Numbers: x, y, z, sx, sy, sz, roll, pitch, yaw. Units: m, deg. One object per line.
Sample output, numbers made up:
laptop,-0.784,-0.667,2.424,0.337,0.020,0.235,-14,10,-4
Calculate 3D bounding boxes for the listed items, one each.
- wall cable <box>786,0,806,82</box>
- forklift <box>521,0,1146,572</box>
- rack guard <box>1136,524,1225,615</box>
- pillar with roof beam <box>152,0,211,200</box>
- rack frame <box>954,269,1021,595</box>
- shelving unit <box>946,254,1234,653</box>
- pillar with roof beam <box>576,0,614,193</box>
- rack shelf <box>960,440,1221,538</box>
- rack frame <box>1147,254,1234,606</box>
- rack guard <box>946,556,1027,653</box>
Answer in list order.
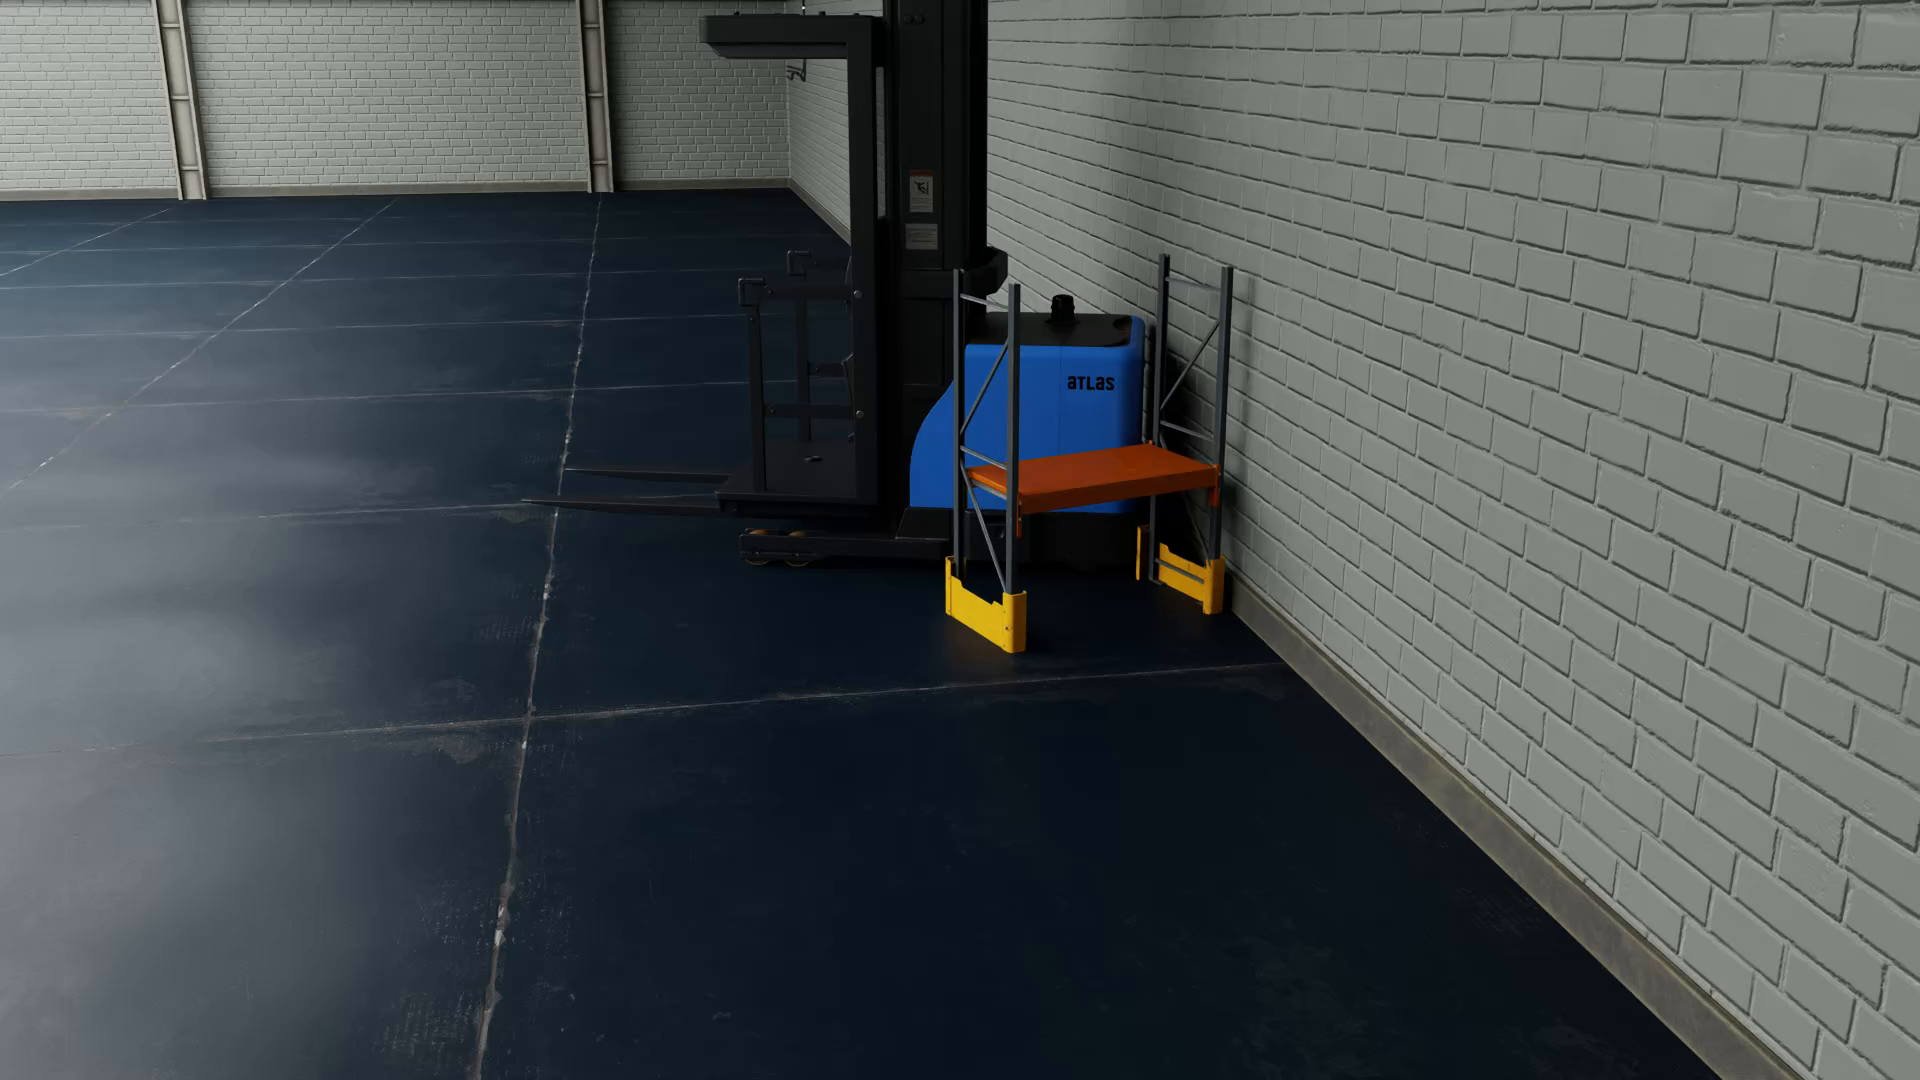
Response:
wall cable,-2.504,-8.086,24.600,0.112,2.526,3.097,-3,17,-10
forklift,-0.618,-1.424,7.957,3.031,2.935,1.130,2,17,7
rack guard,0.984,0.127,7.473,0.087,0.250,0.587,-9,19,-27
pillar with roof beam,-10.721,-8.212,19.722,0.400,9.000,9.100,-3,17,-10
rack frame,0.104,-0.333,6.841,0.032,1.500,0.500,-9,19,-27
shelving unit,0.545,-0.402,7.066,1.083,1.500,0.587,-9,19,-27
pillar with roof beam,-4.830,-8.546,20.810,0.400,9.000,9.100,-3,17,-10
rack shelf,0.553,-0.231,7.122,1.000,0.185,0.538,-9,19,-27
rack frame,1.001,-0.473,7.298,0.032,1.500,0.500,-9,19,-27
rack guard,0.105,0.264,7.025,0.087,0.250,0.587,-9,19,-27
